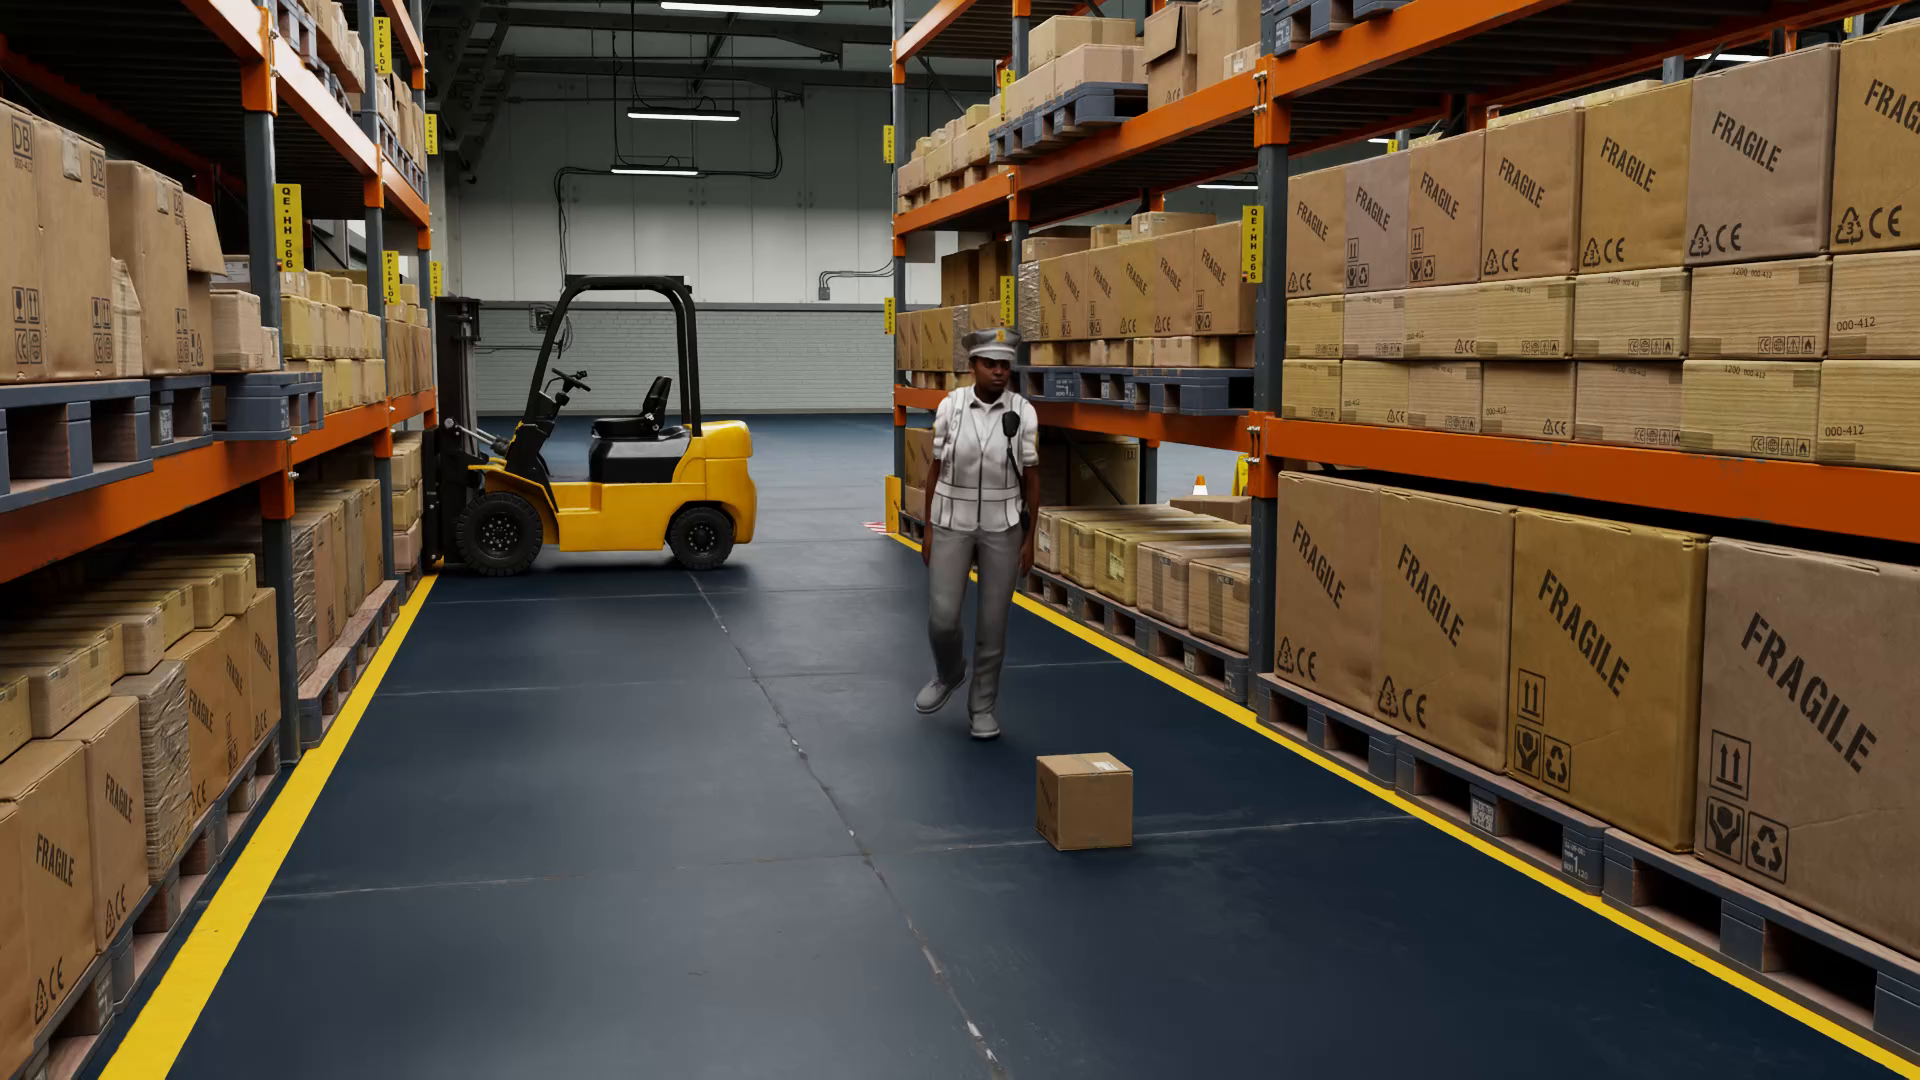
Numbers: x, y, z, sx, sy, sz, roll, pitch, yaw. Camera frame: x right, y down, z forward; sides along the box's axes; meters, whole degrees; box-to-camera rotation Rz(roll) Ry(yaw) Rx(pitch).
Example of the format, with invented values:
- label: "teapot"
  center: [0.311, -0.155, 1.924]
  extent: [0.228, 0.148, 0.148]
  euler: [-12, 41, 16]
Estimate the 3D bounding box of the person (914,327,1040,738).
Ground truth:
- label: "person"
  center: [0.067, -0.029, 6.815]
  extent: [0.516, 1.669, 0.493]
  euler: [0, 6, -1]
